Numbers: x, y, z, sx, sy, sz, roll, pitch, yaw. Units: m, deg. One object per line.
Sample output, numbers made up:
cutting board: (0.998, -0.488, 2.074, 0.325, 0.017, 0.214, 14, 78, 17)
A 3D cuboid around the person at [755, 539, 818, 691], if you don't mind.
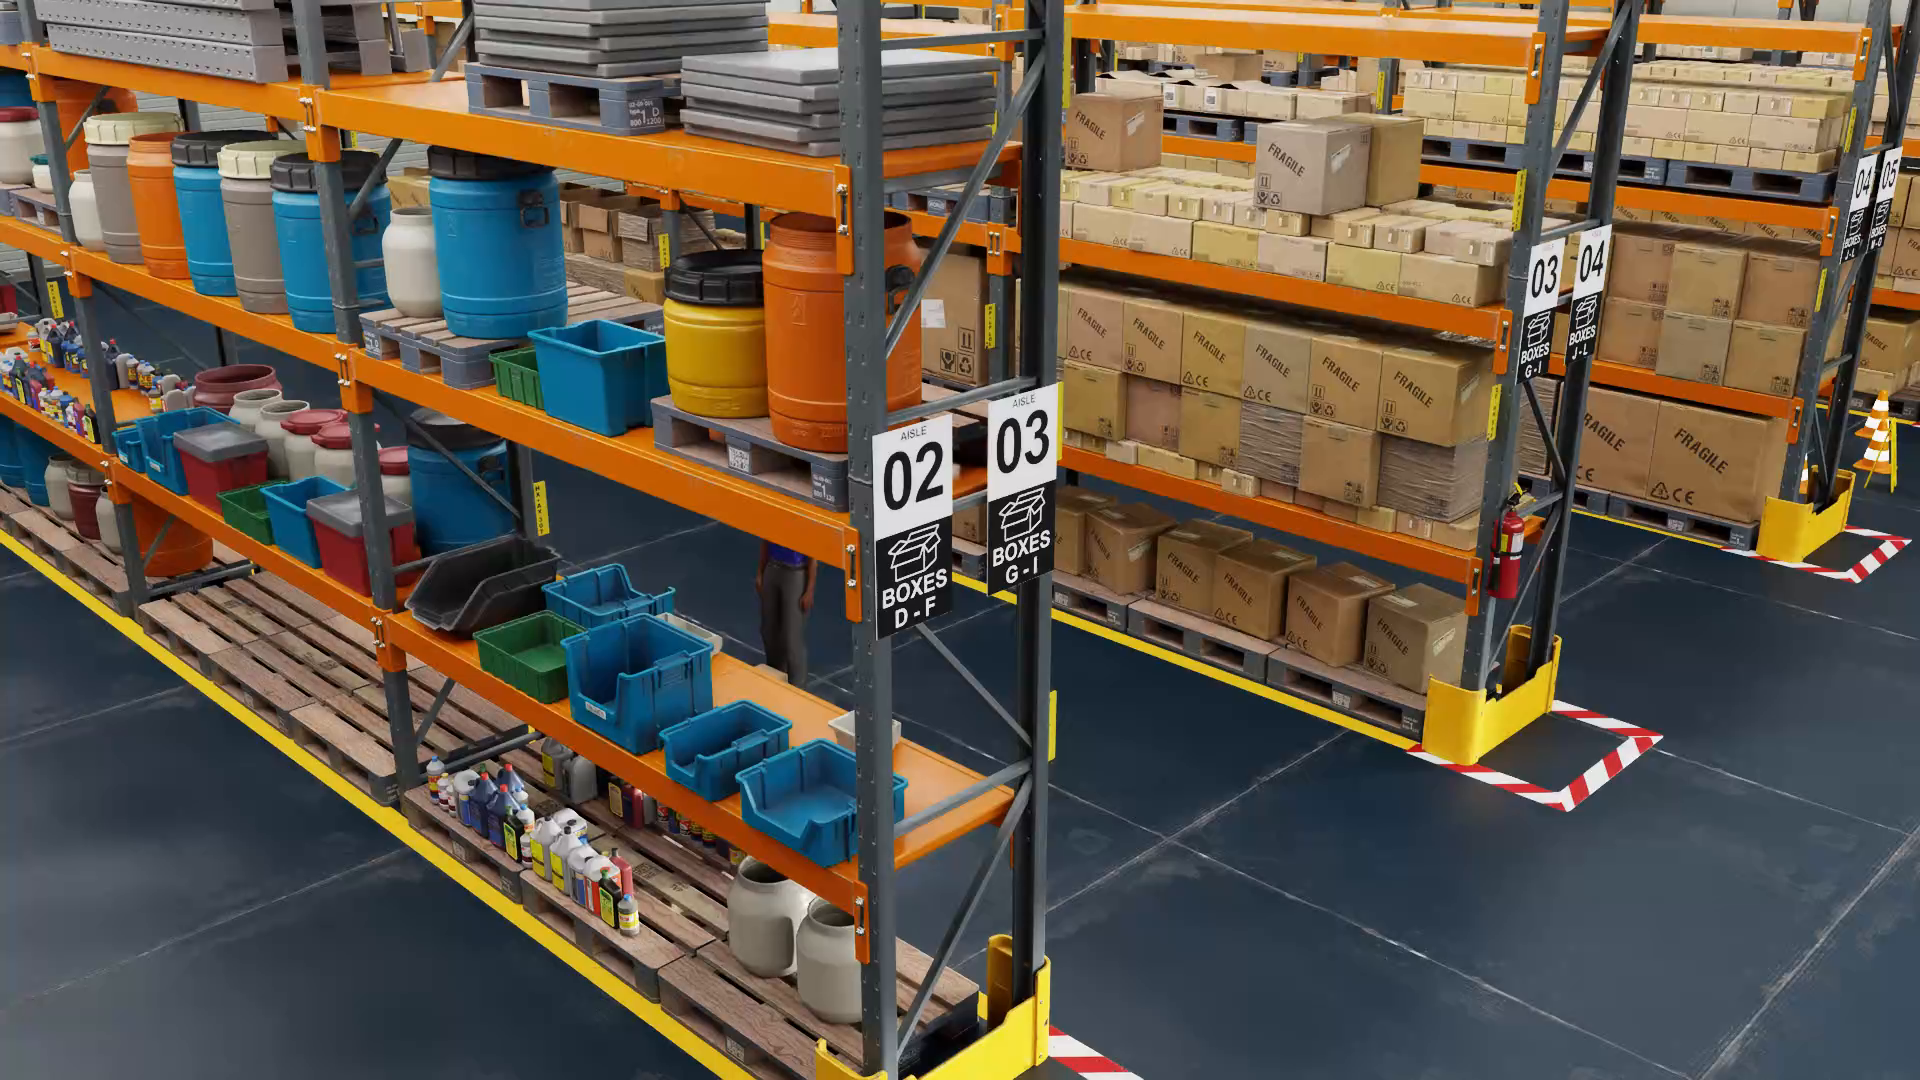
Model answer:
person: (-1.162, 0.288, 10.826, 0.531, 1.654, 0.403, 17, 27, 38)
